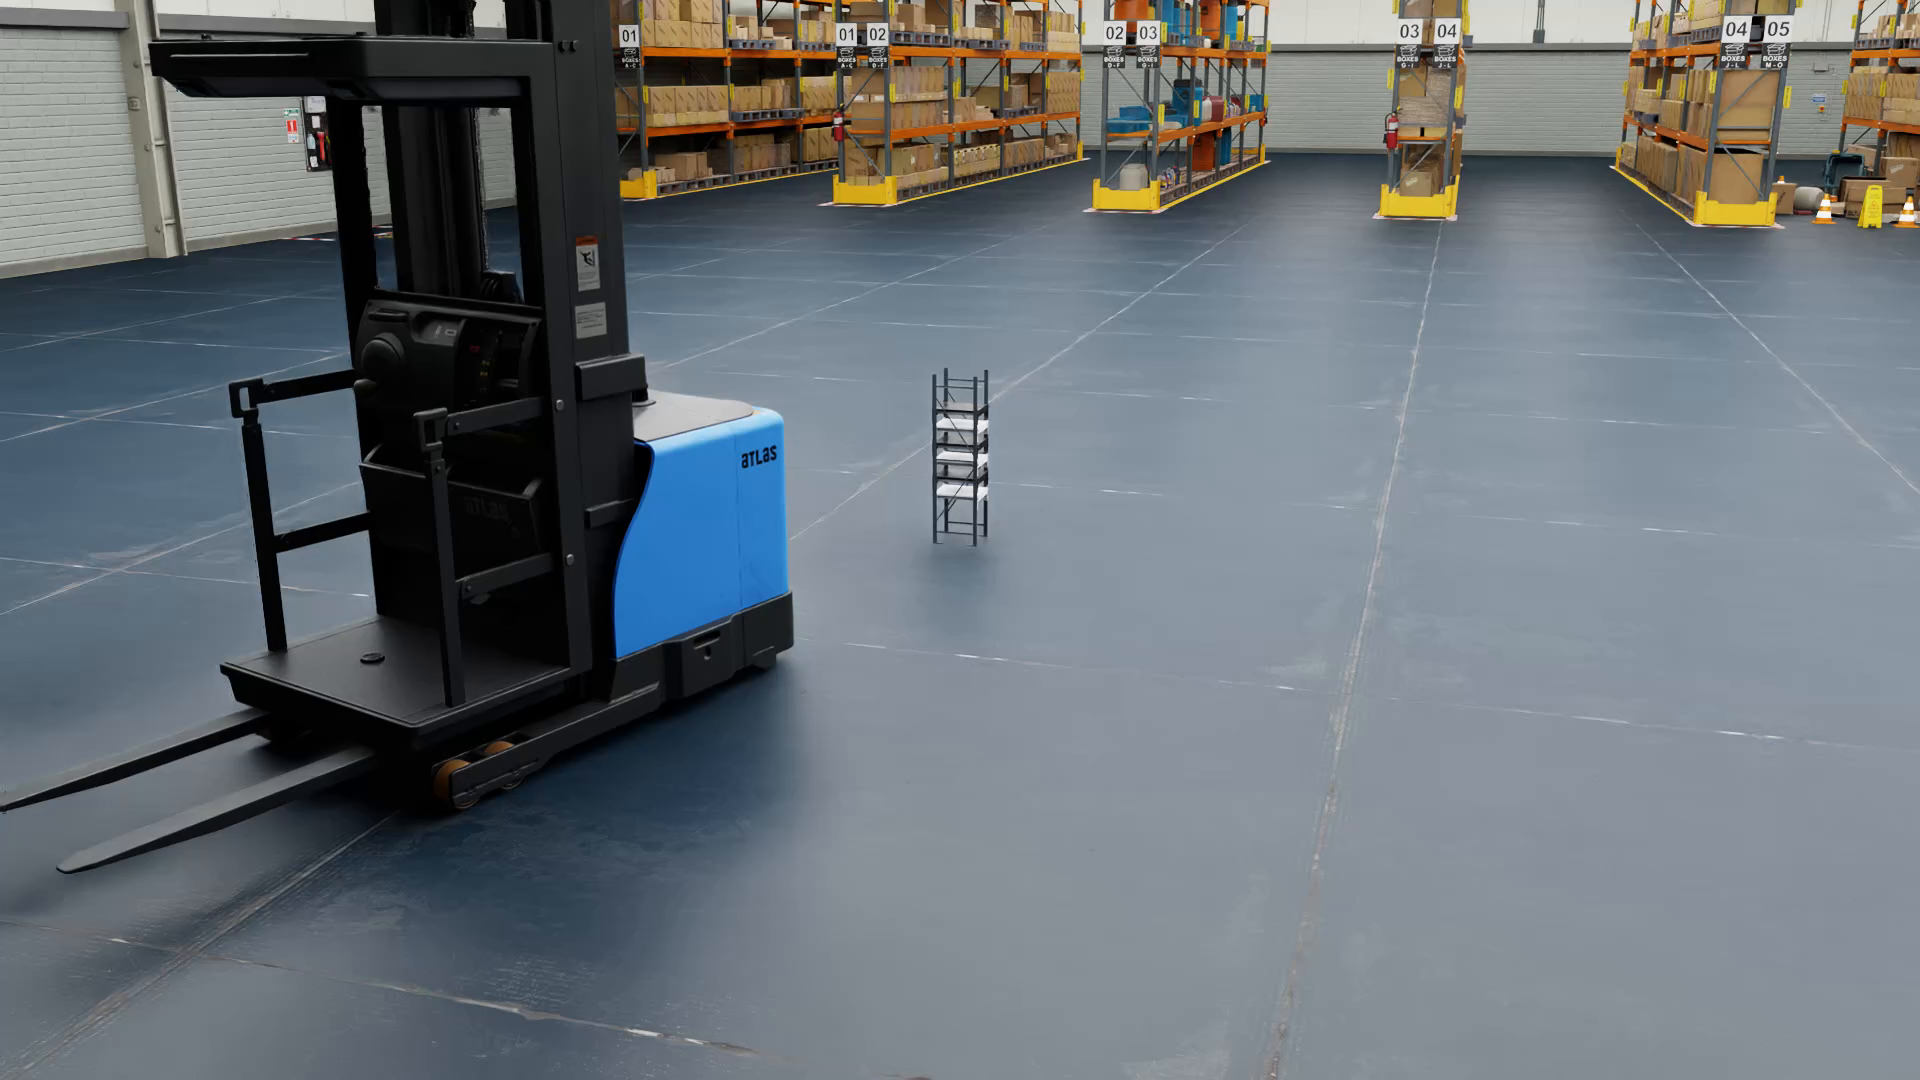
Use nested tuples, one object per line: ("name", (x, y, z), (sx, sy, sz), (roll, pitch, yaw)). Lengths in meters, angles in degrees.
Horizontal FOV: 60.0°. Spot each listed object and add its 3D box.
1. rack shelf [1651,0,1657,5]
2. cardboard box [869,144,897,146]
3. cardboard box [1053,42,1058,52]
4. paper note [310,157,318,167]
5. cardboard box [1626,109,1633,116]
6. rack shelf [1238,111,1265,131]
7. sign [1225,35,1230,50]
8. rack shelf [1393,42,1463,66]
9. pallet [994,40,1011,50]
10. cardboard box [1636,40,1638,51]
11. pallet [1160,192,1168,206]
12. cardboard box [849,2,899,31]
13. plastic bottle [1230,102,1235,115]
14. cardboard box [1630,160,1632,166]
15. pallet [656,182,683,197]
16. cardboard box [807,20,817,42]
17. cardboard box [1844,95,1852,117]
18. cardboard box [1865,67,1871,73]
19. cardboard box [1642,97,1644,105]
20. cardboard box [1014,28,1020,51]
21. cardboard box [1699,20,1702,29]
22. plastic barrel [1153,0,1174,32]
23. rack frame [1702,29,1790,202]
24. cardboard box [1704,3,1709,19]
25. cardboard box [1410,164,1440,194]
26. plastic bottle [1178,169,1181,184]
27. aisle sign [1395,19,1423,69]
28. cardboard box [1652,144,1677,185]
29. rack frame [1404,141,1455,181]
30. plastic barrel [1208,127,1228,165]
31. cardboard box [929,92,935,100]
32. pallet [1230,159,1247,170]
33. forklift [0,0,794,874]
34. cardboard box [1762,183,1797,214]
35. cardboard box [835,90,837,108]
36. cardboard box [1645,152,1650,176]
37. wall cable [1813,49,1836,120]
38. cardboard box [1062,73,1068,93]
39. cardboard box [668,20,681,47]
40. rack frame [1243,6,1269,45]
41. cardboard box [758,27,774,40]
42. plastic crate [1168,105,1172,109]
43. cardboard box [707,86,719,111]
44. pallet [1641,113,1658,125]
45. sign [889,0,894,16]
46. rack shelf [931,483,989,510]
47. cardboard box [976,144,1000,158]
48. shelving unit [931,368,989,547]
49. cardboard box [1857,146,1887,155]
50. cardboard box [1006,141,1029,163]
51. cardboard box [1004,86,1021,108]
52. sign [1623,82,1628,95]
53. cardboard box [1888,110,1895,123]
("rack shelf", (15.305, -11.510, 34.970), (1.077, 0.370, 4.000), (5, 16, 16))
("cardboard box", (-1.480, -7.523, 32.752), (0.500, 0.500, 0.500), (5, 16, 16))
("cardboard box", (2.171, -12.476, 42.094), (0.500, 0.250, 0.500), (5, 16, 16))
("paper note", (-9.702, -5.682, 24.979), (0.016, 0.148, 0.142), (5, 16, 16))
("cardboard box", (16.443, -10.416, 40.516), (0.380, 0.149, 0.250), (4, 16, 14))
("rack shelf", (6.966, -10.658, 42.227), (1.077, 0.370, 4.000), (5, 16, 16))
("sign", (5.790, -10.786, 36.056), (0.100, 0.325, 0.005), (5, 16, 16))
("rack shelf", (8.305, -8.578, 29.395), (1.077, 0.370, 4.000), (5, 16, 16))
("pallet", (0.406, -10.987, 36.919), (1.213, 0.211, 1.003), (5, 17, 18))
("cardboard box", (16.349, -11.732, 39.474), (0.500, 0.250, 0.500), (4, 16, 14))
("pallet", (3.200, -6.236, 30.427), (1.003, 0.211, 1.213), (5, 16, 16))
("cardboard box", (-1.593, -9.639, 30.602), (0.797, 0.503, 0.637), (6, 17, 20))
("plastic bottle", (6.398, -10.143, 39.183), (0.144, 0.351, 0.185), (5, 16, 16))
("cardboard box", (15.825, -8.781, 38.746), (0.380, 0.149, 0.250), (4, 16, 14))
("pallet", (-6.225, -6.998, 33.115), (1.003, 0.211, 1.213), (5, 16, 16))
("cardboard box", (-3.885, -12.323, 40.293), (0.700, 0.500, 0.500), (6, 17, 19))
("cardboard box", (21.373, -10.320, 39.532), (0.500, 0.500, 0.500), (4, 16, 15))
("cardboard box", (20.937, -10.742, 38.001), (0.380, 0.149, 0.250), (4, 16, 15))
("cardboard box", (14.878, -9.433, 35.737), (0.380, 0.149, 0.250), (4, 16, 15))
("cardboard box", (0.897, -11.697, 38.891), (0.910, 0.500, 0.500), (5, 16, 16))
("cardboard box", (12.883, -8.830, 28.474), (0.380, 0.149, 0.250), (4, 16, 15))
("plastic barrel", (3.739, -10.022, 31.481), (0.600, 0.901, 0.708), (5, 16, 16))
("rack frame", (12.463, -6.546, 26.412), (1.000, 3.000, 0.127), (5, 16, 16))
("cardboard box", (12.764, -8.854, 27.829), (0.500, 0.250, 0.500), (5, 17, 16))
("cardboard box", (8.464, -6.583, 30.352), (0.500, 0.500, 0.500), (3, 16, 11))
("plastic bottle", (4.304, -7.141, 32.682), (0.061, 0.283, 0.133), (5, 17, 19))
("aisle sign", (7.431, -8.215, 27.532), (0.394, 0.787, 0.004), (5, 16, 16))
("cardboard box", (14.232, -7.378, 32.697), (1.050, 0.750, 0.750), (5, 17, 17))
("rack frame", (10.010, -9.050, 35.241), (1.000, 3.000, 0.127), (5, 16, 16))
("plastic barrel", (6.026, -9.347, 39.363), (0.600, 0.901, 0.708), (5, 16, 16))
("cardboard box", (-0.714, -8.843, 33.139), (0.380, 0.149, 0.250), (5, 16, 16))
("pallet", (6.569, -9.335, 41.354), (1.003, 0.211, 1.213), (5, 16, 16))
("forklift", (-1.946, -0.648, 5.741), (1.130, 2.935, 3.031), (11, 19, 33))
("cardboard box", (14.143, -5.906, 28.730), (0.500, 0.500, 0.500), (8, 18, 25))
("cardboard box", (-3.277, -11.045, 41.507), (0.500, 0.500, 0.500), (5, 16, 16))
("cardboard box", (14.824, -7.967, 35.232), (0.500, 0.500, 0.500), (5, 17, 18))
("wall cable", (23.365, -12.356, 44.975), (0.585, 1.953, 0.123), (5, 16, 16))
("cardboard box", (2.492, -11.901, 43.276), (0.500, 0.500, 0.500), (5, 17, 18))
("cardboard box", (-5.846, -9.953, 32.704), (0.500, 0.500, 0.500), (5, 17, 18))
("rack frame", (7.534, -14.414, 43.155), (1.000, 3.000, 0.127), (5, 16, 16))
("cardboard box", (-4.695, -11.373, 37.707), (0.797, 0.503, 0.637), (7, 17, 24))
("plastic crate", (4.139, -8.693, 34.010), (0.392, 0.384, 0.575), (5, 16, 16))
("cardboard box", (-5.349, -9.176, 34.547), (0.500, 0.500, 0.500), (5, 16, 16))
("pallet", (14.837, -8.742, 34.504), (1.213, 0.211, 1.003), (5, 16, 16))
("sign", (-1.230, -9.584, 29.877), (0.100, 0.325, 0.005), (5, 16, 16))
("rack shelf", (0.002, -0.230, 8.772), (0.258, 0.077, 0.200), (5, 16, 16))
("cardboard box", (0.600, -8.812, 37.643), (0.500, 0.311, 0.500), (5, 17, 17))
("shelving unit", (0.002, -0.435, 8.714), (0.258, 0.900, 0.210), (5, 16, 16))
("cardboard box", (21.441, -8.924, 38.720), (0.875, 0.438, 0.875), (5, 17, 17))
("cardboard box", (1.350, -9.331, 40.004), (0.500, 0.500, 0.500), (4, 16, 14))
("cardboard box", (1.027, -10.468, 39.285), (0.700, 0.500, 0.500), (8, 18, 26))
("sign", (16.490, -11.191, 41.201), (0.100, 0.325, 0.005), (5, 16, 16))
("cardboard box", (20.124, -9.026, 35.430), (0.500, 0.250, 0.500), (4, 16, 15))
